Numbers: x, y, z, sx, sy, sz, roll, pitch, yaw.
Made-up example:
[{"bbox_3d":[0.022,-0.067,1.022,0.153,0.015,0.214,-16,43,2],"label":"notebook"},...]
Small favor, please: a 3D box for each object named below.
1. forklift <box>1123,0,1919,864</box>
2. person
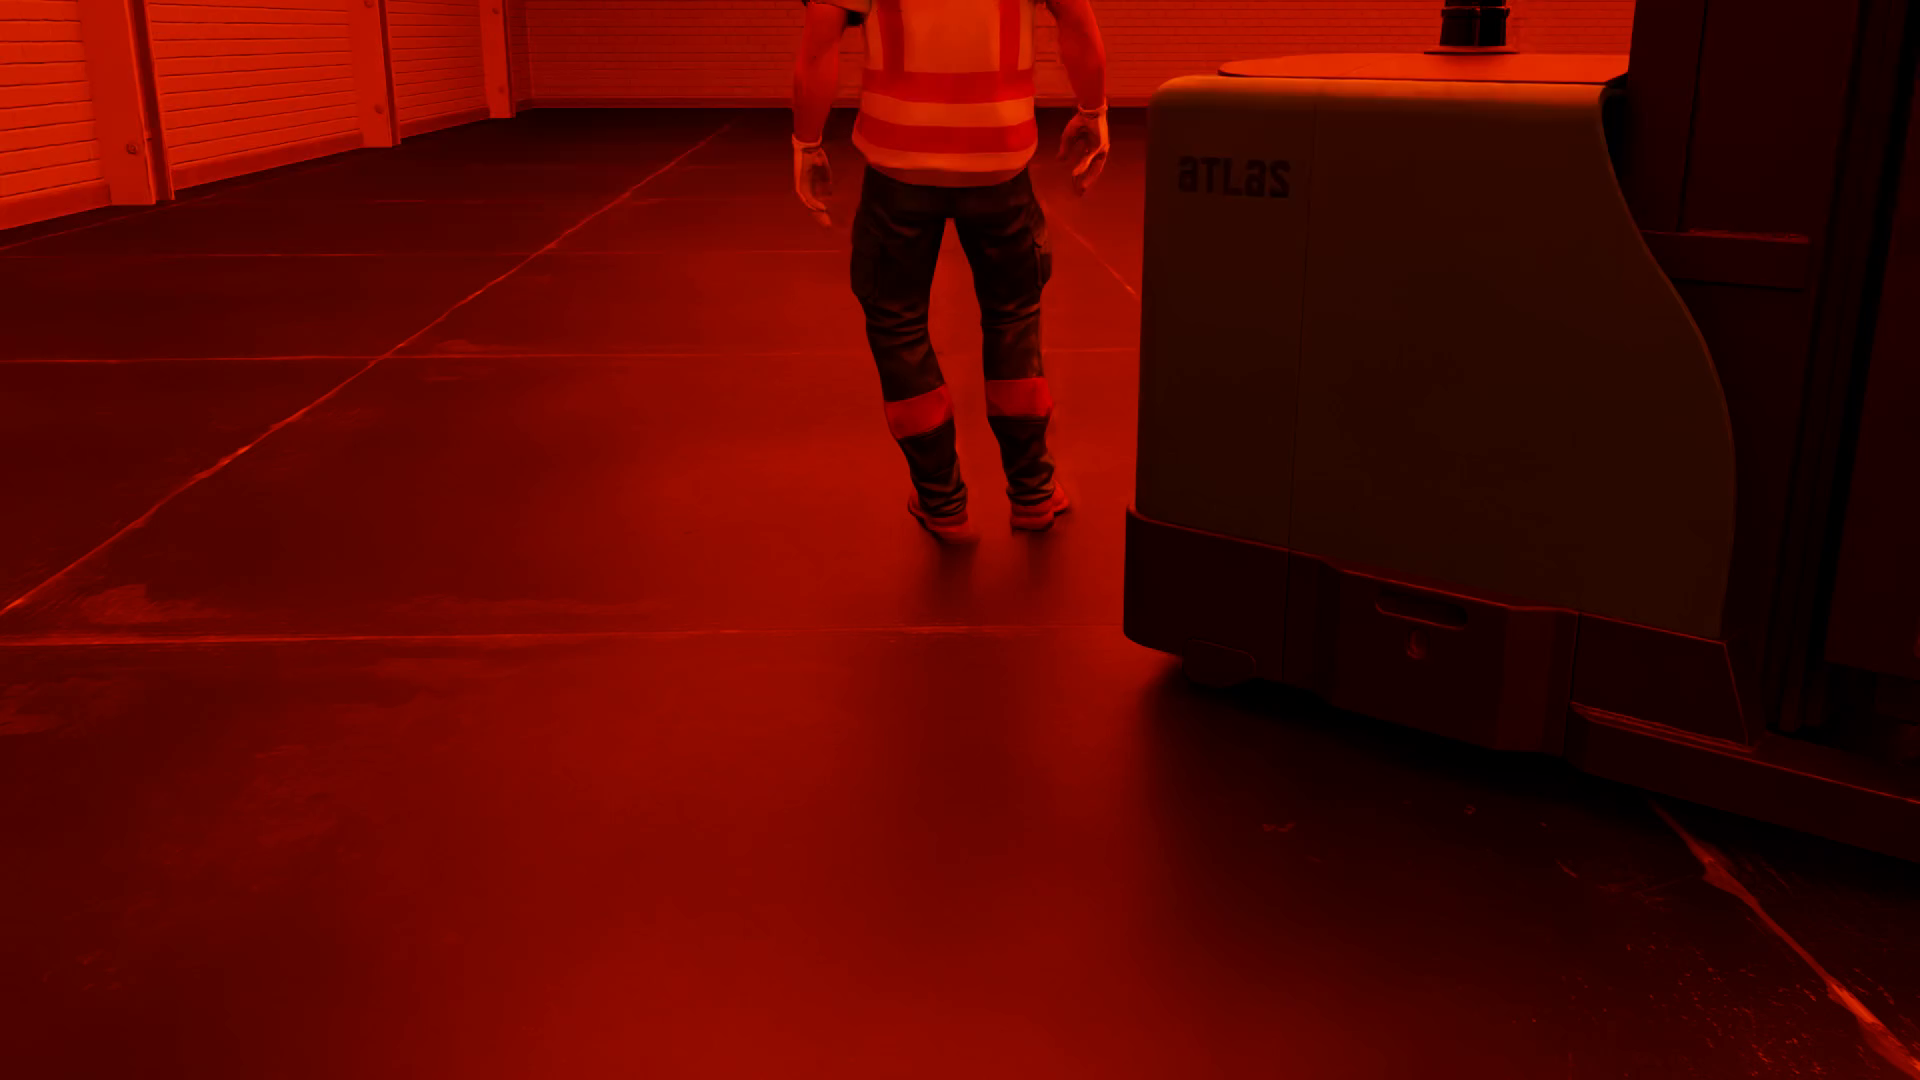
[{"bbox_3d":[1.762,-0.992,2.150,3.031,2.935,1.130,14,22,38],"label":"forklift"},{"bbox_3d":[-0.021,-0.866,3.774,0.719,1.777,0.484,-2,17,-6],"label":"person"}]
